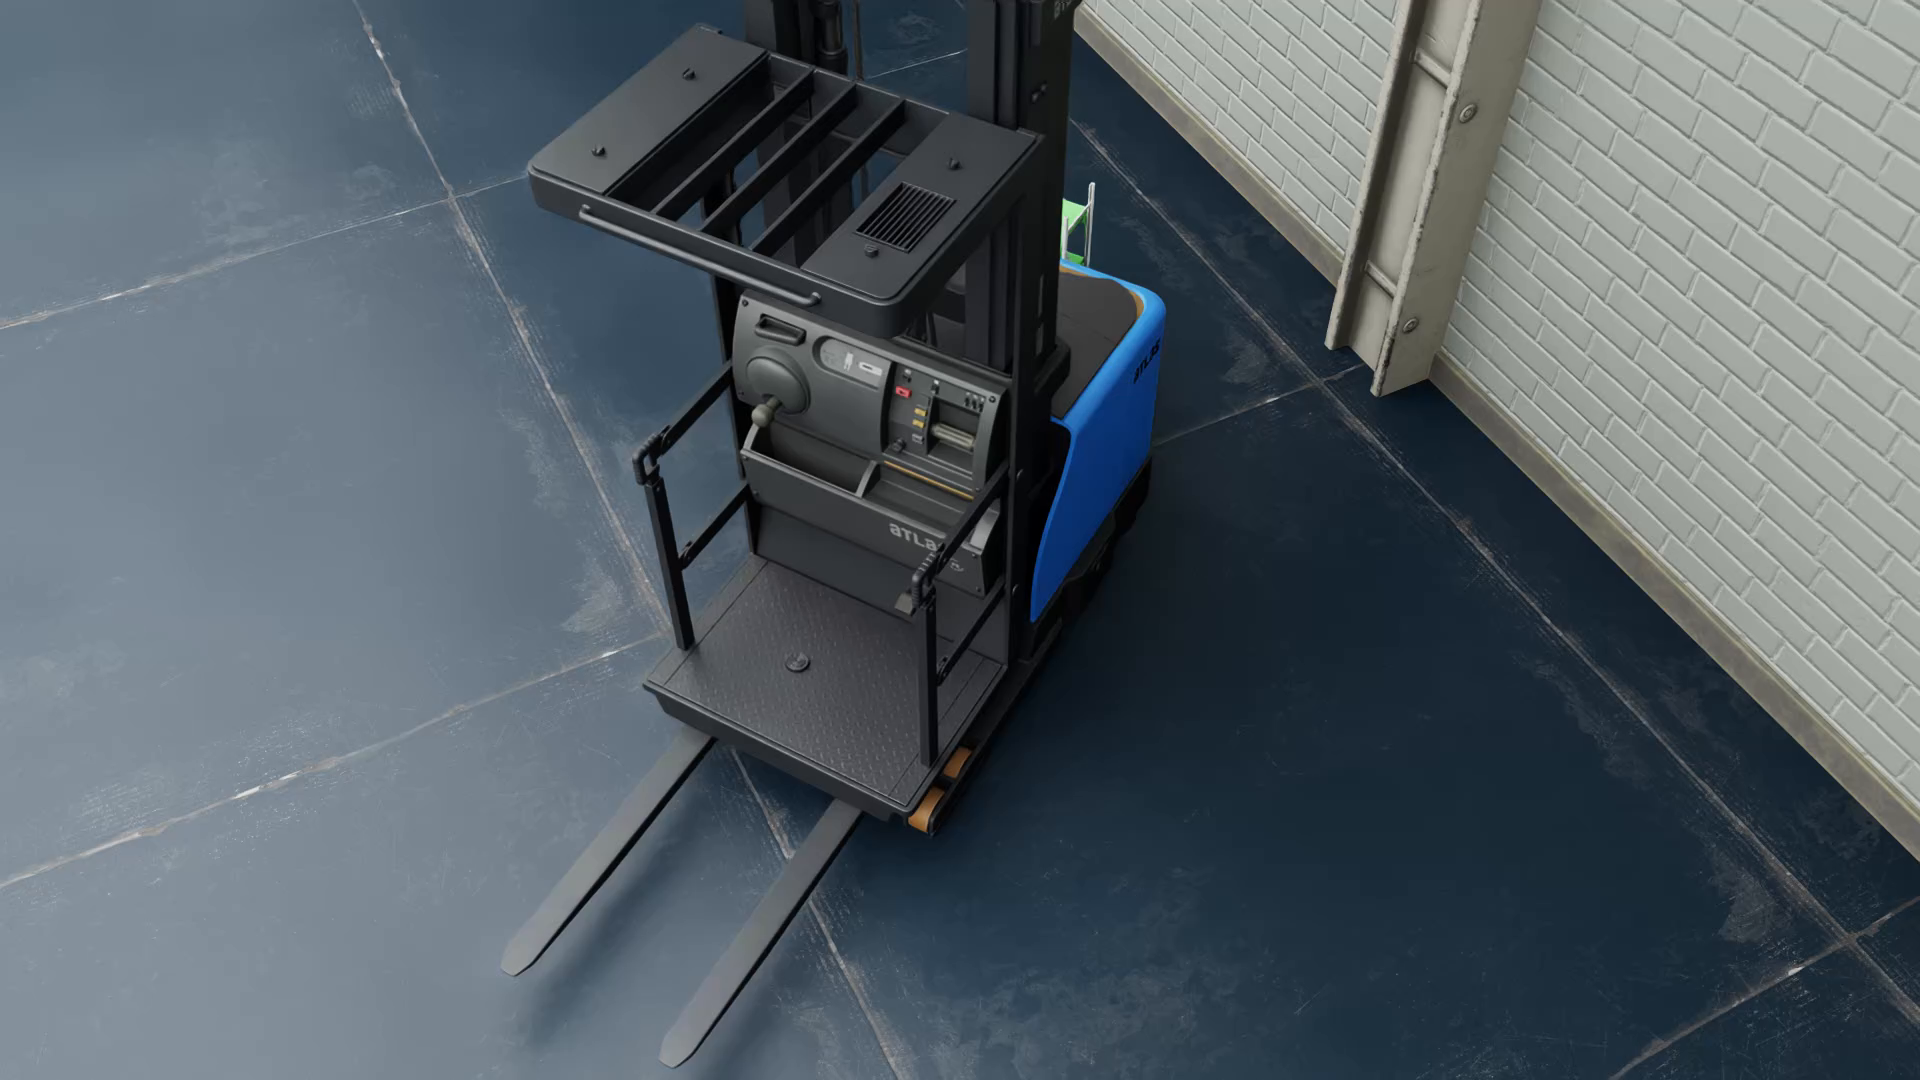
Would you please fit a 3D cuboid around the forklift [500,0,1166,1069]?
[{"bbox_3d":[-0.402,-0.354,5.005,1.130,2.935,3.031,23,53,19],"label":"forklift"}]

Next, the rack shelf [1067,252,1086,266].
[{"bbox_3d":[0.228,-1.066,6.544,0.480,0.148,0.258,23,53,19],"label":"rack shelf"}]

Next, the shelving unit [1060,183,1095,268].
[{"bbox_3d":[0.228,-0.950,6.676,0.503,1.200,0.258,23,53,19],"label":"shelving unit"}]

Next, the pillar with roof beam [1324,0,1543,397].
[{"bbox_3d":[-1.980,-2.279,2.658,9.100,9.000,0.400,-21,52,-18],"label":"pillar with roof beam"}]

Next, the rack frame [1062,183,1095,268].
[{"bbox_3d":[0.441,-0.861,6.599,0.015,1.200,0.240,23,53,19],"label":"rack frame"}]

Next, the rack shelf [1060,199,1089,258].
[{"bbox_3d":[0.228,-1.224,6.363,0.480,0.148,0.258,23,53,19],"label":"rack shelf"}]
